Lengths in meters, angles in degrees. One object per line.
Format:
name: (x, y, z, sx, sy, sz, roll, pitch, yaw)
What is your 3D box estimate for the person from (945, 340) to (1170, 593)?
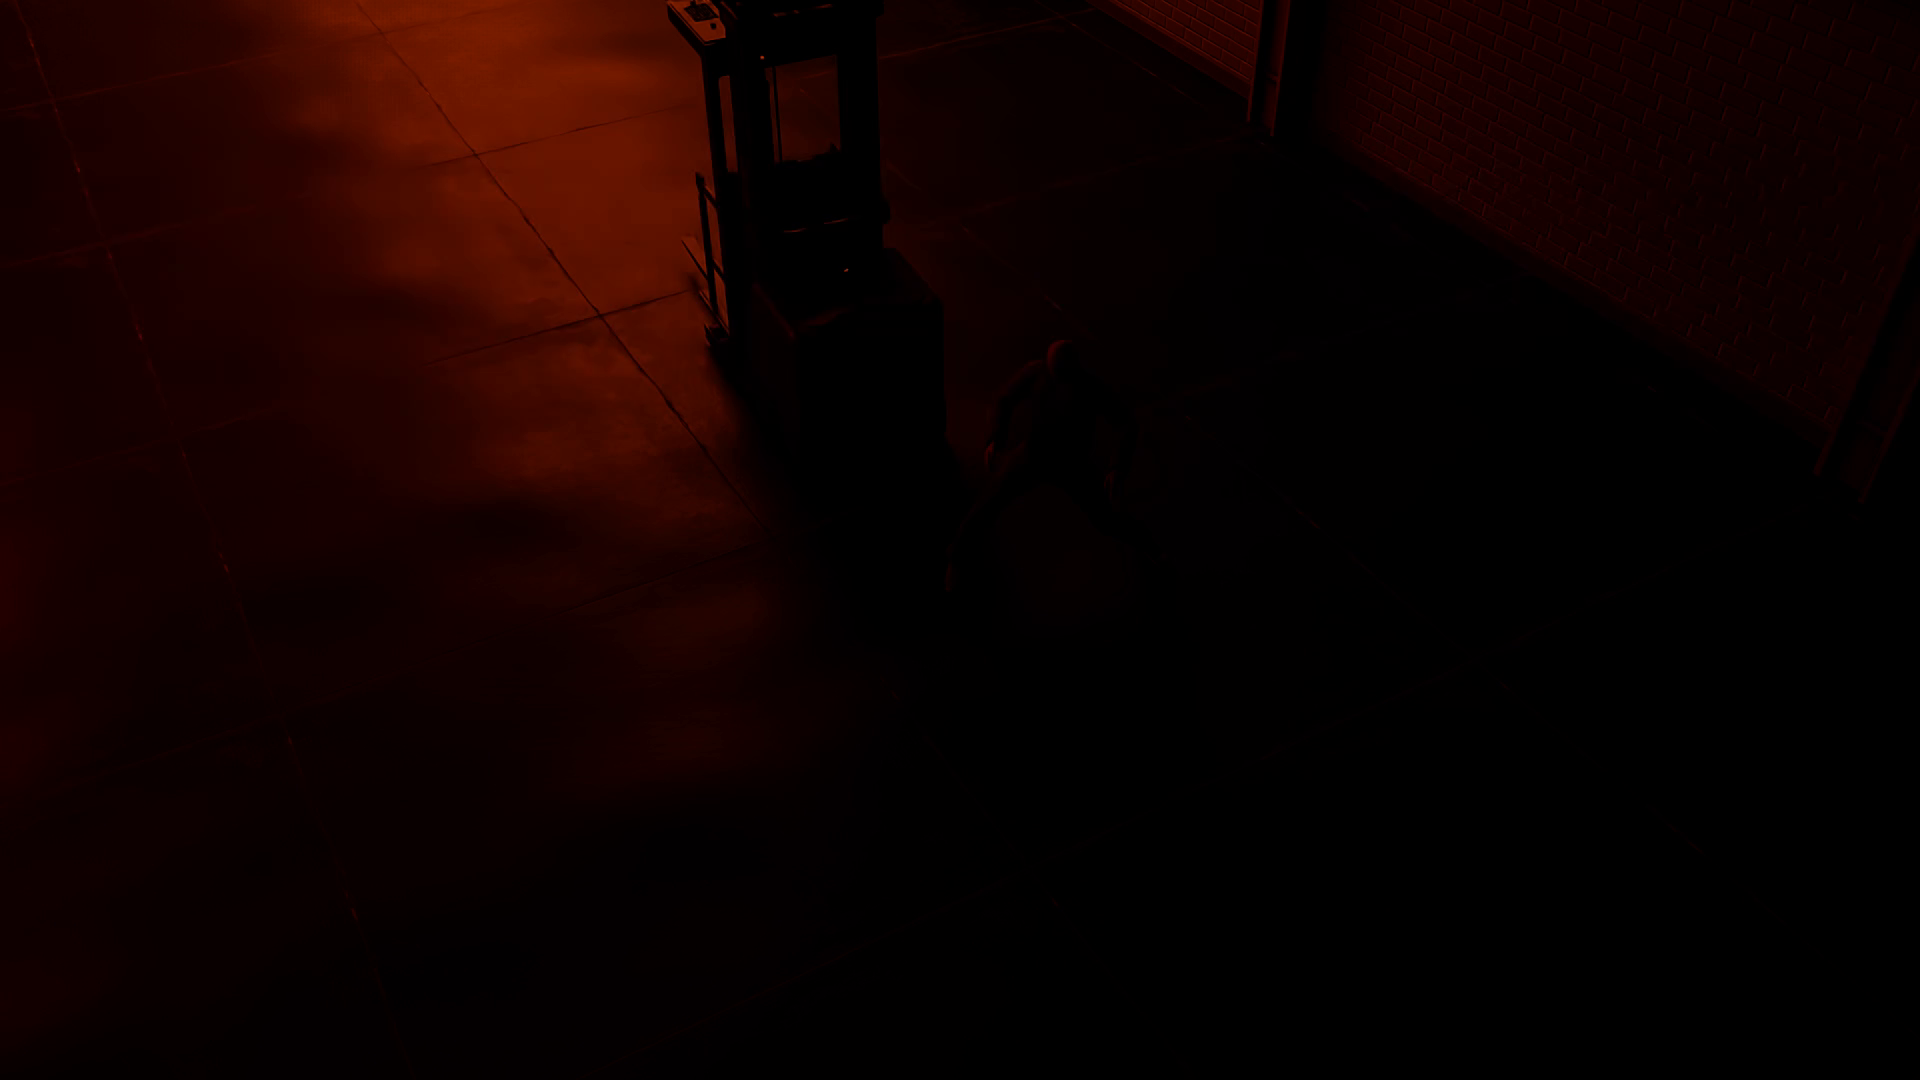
person: (0.583, -0.412, 9.615, 1.202, 1.593, 1.050, 18, 43, 20)

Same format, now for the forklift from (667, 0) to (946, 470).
forklift: (-1.185, -2.518, 11.072, 1.130, 2.935, 3.031, -17, 43, -20)
